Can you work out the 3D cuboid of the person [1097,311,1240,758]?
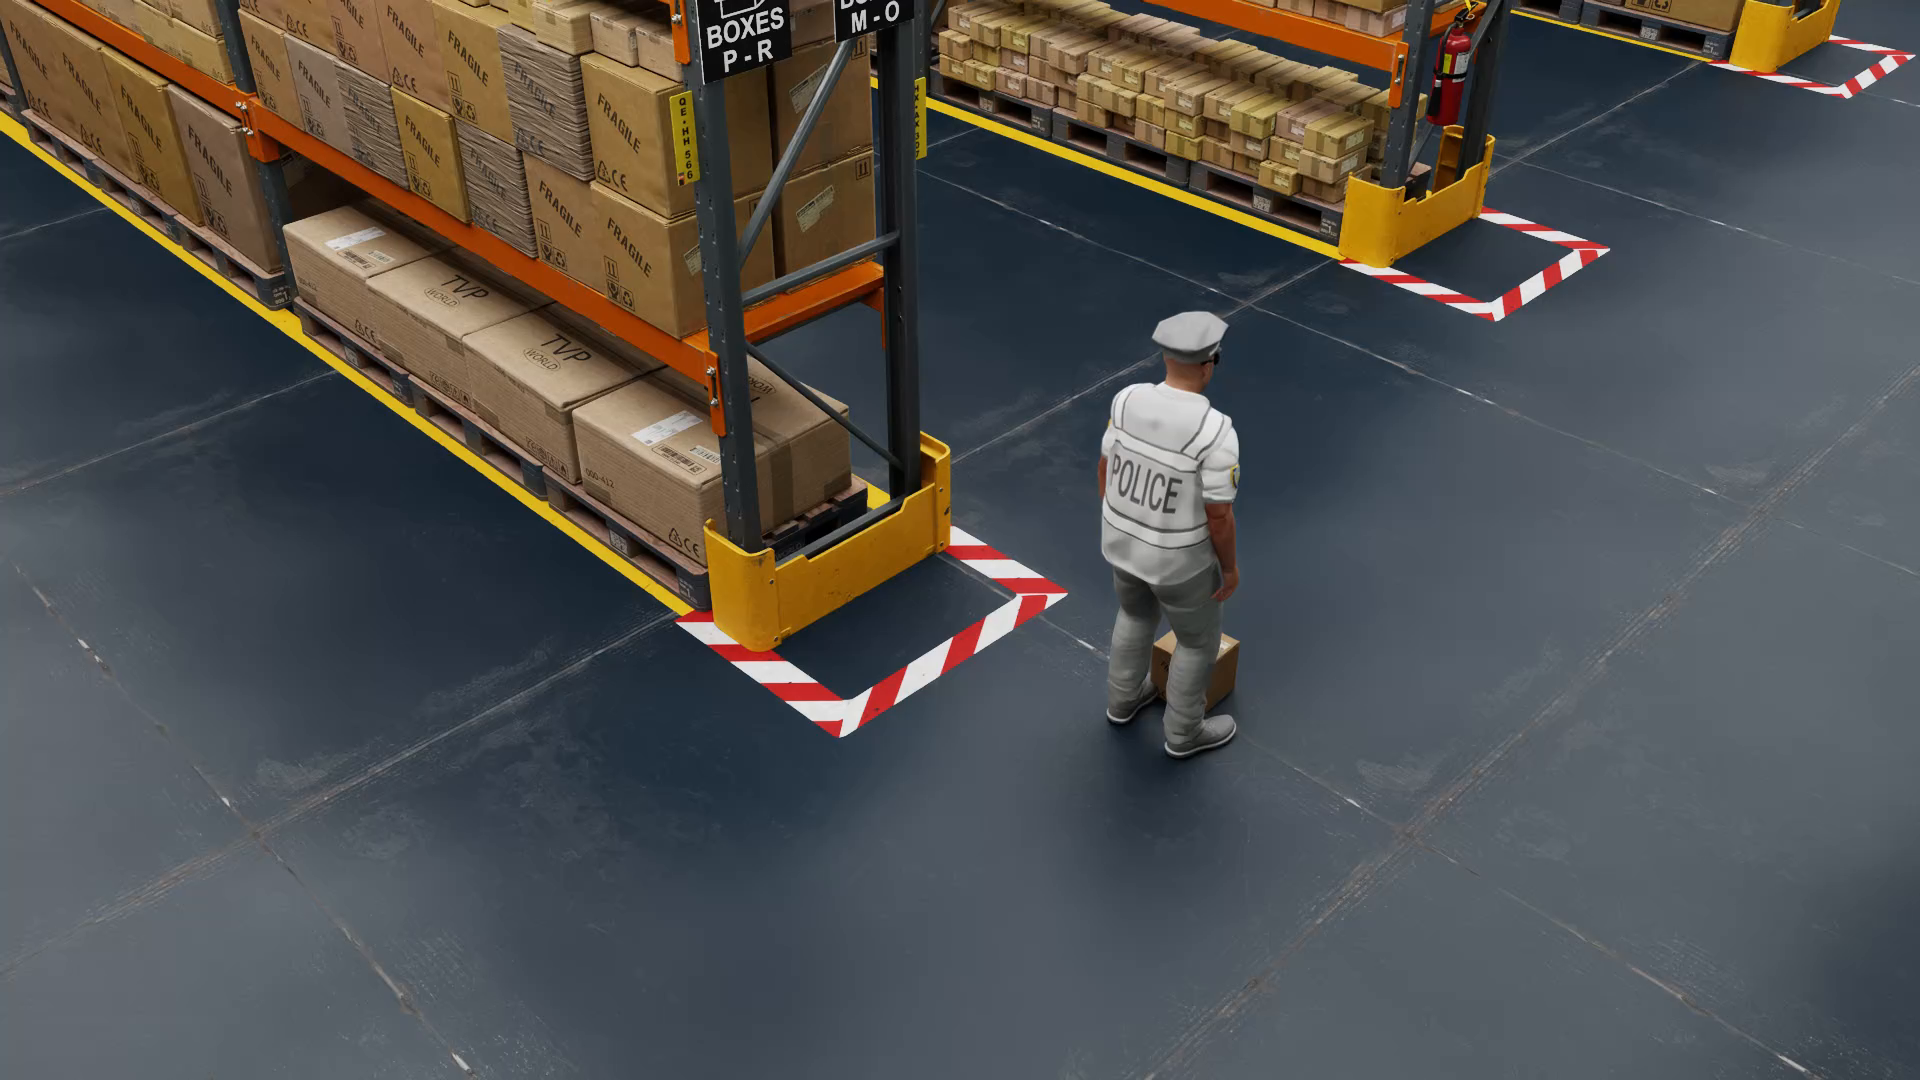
[{"bbox_3d":[0.758,0.019,6.113,0.590,1.746,0.442,28,44,33],"label":"person"}]
